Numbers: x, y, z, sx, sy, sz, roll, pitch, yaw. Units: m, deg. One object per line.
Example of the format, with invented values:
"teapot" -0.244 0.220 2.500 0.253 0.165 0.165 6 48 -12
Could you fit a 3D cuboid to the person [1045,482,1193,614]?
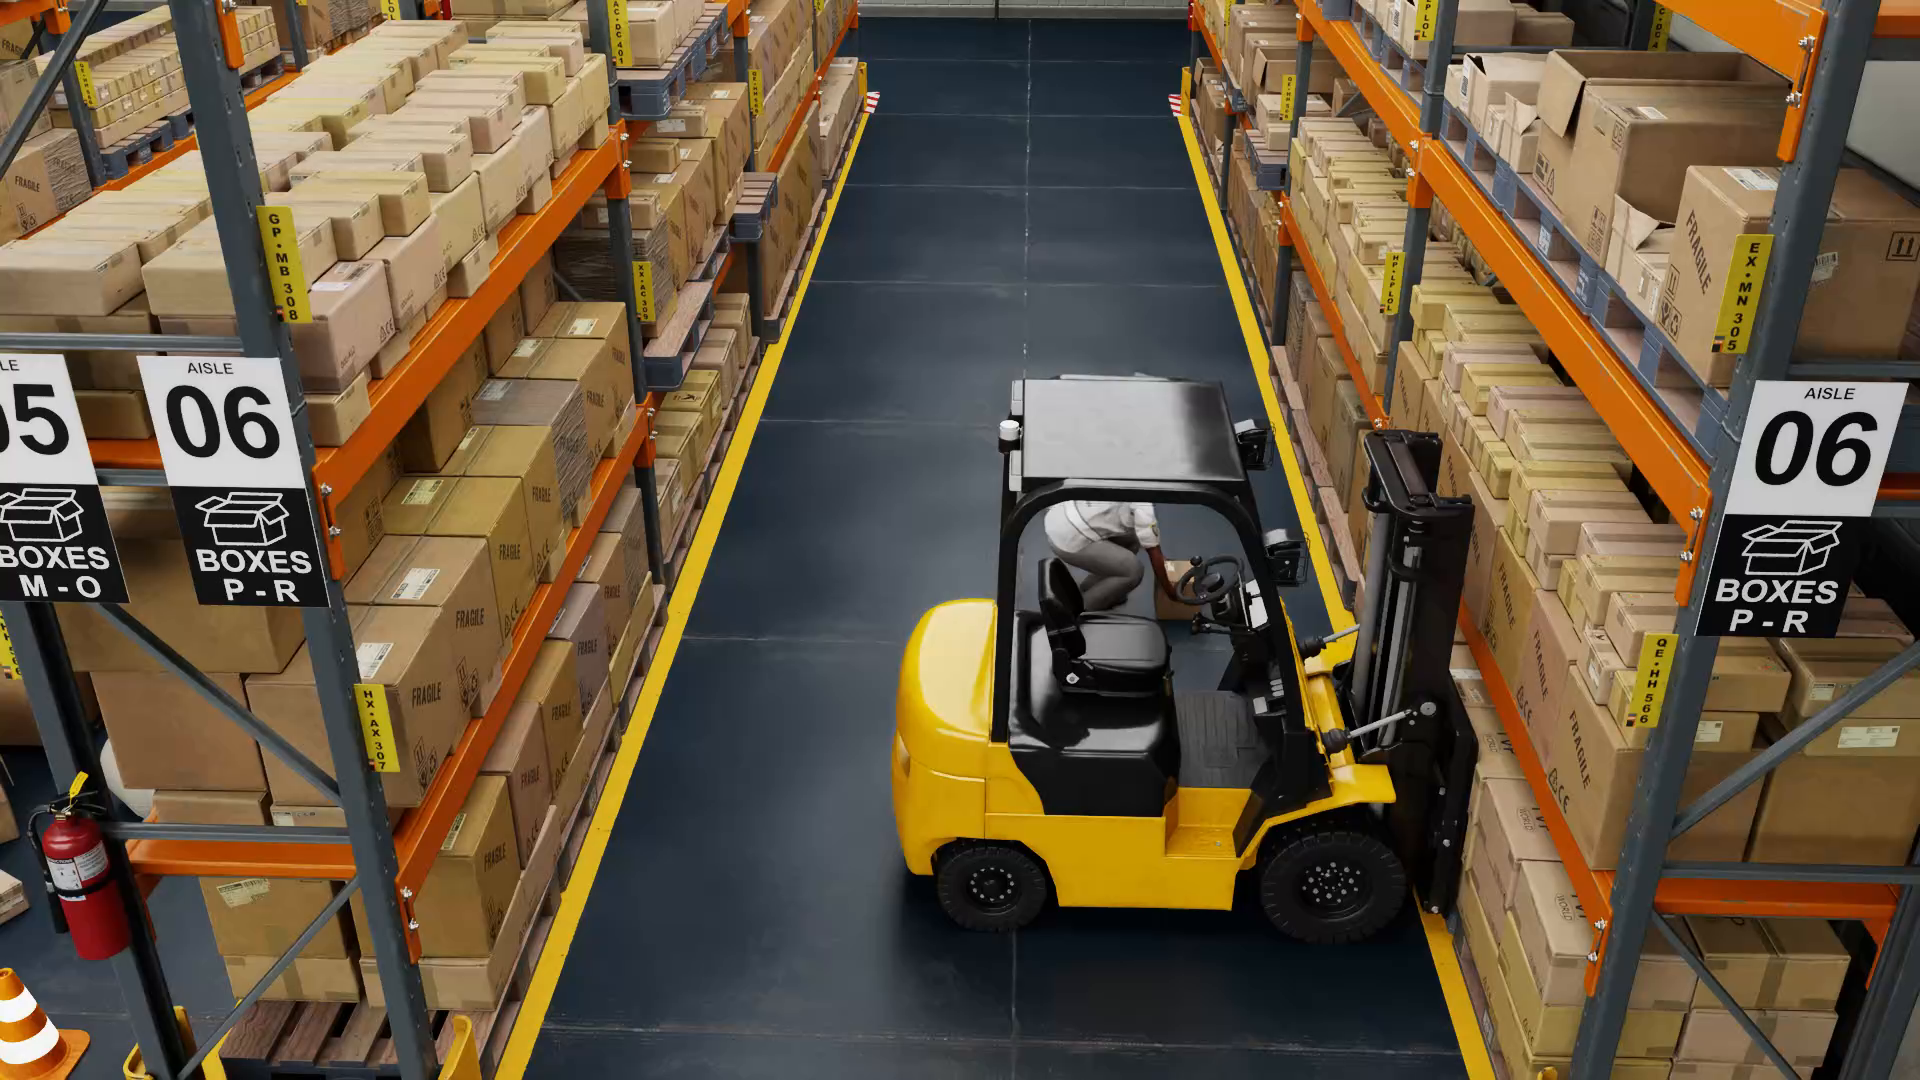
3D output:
"person" 0.909 -0.024 9.432 0.859 0.948 0.484 1 28 2
